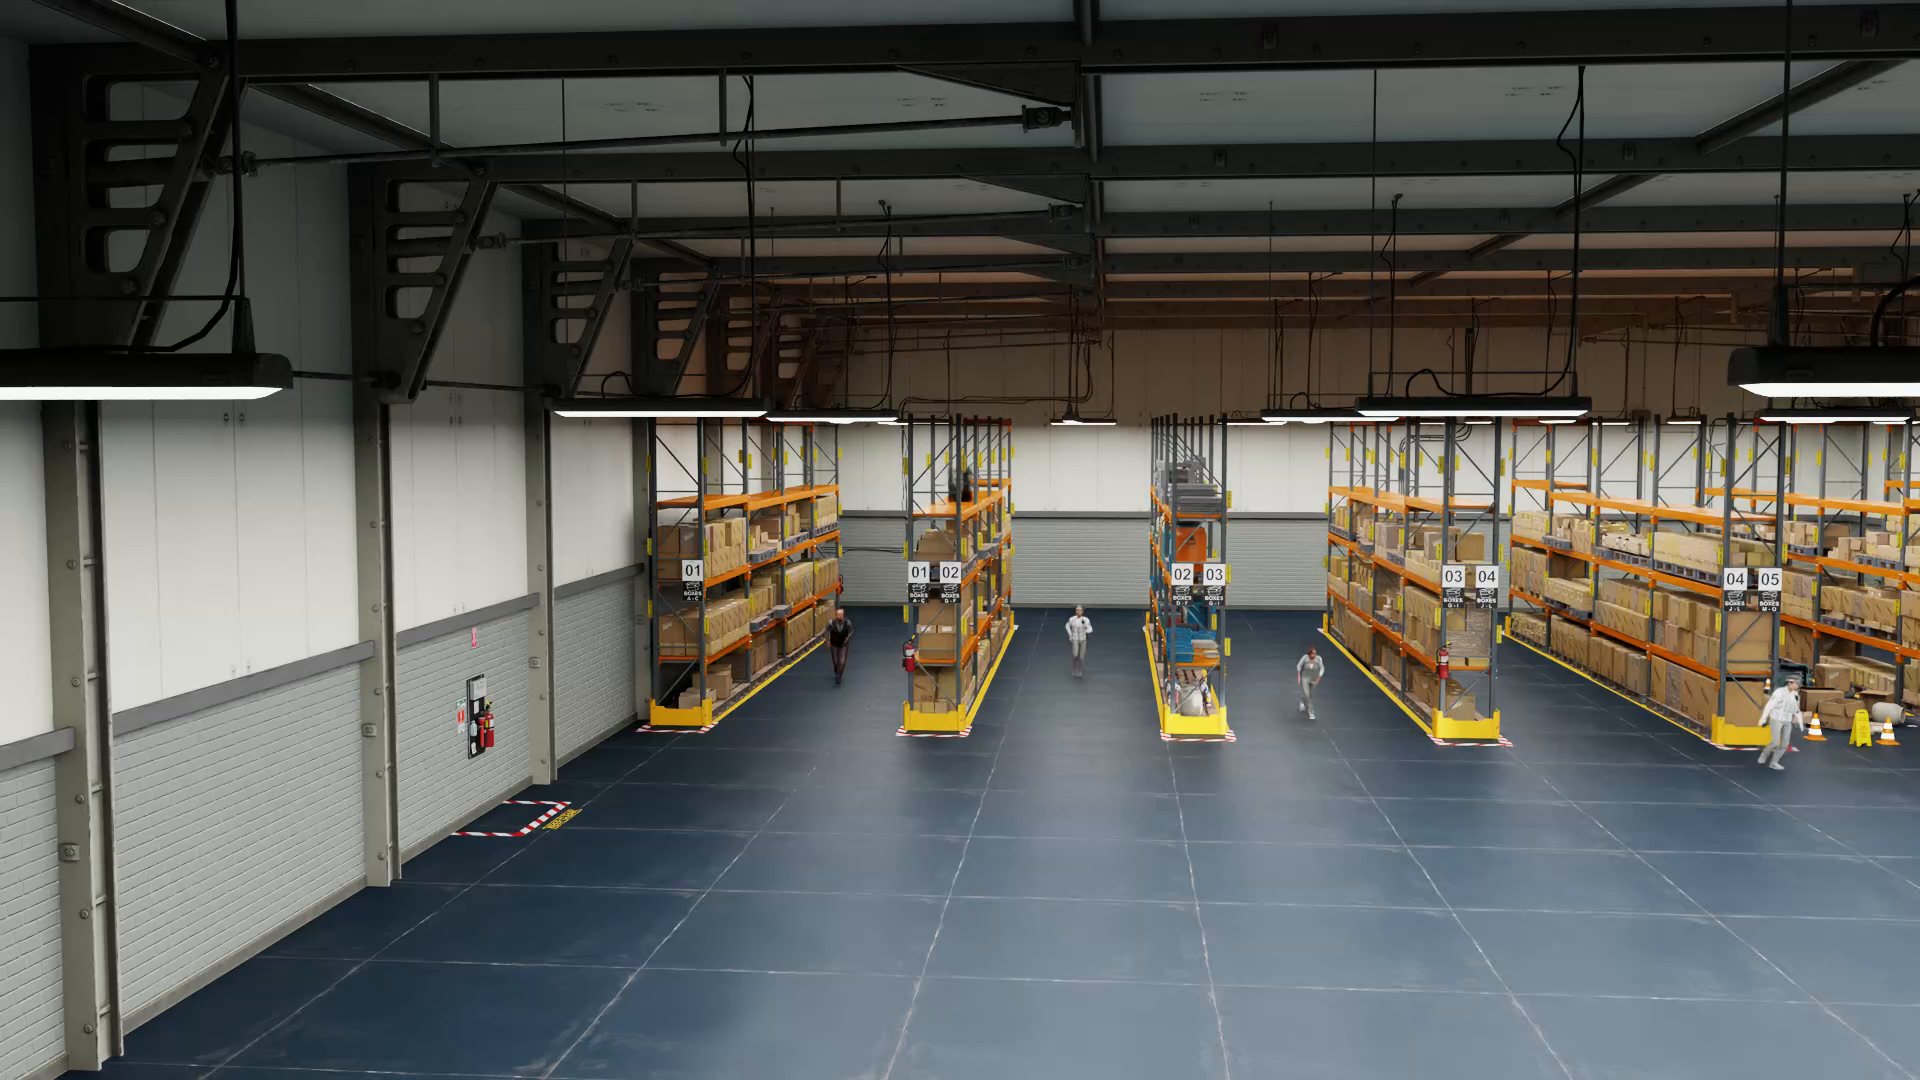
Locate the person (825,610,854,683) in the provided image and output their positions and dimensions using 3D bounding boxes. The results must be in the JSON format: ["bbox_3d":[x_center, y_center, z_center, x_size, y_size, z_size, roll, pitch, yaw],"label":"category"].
[{"bbox_3d":[-2.707,2.384,37.374,0.645,1.656,0.693,-1,4,-11],"label":"person"}]

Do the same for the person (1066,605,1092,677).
[{"bbox_3d":[2.722,2.317,38.163,0.589,1.679,0.651,0,4,5],"label":"person"}]

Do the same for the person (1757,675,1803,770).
[{"bbox_3d":[13.733,3.042,27.831,0.619,1.623,0.573,-1,4,-17],"label":"person"}]

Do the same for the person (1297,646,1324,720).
[{"bbox_3d":[6.914,2.780,32.926,0.520,1.456,0.972,0,4,4],"label":"person"}]
